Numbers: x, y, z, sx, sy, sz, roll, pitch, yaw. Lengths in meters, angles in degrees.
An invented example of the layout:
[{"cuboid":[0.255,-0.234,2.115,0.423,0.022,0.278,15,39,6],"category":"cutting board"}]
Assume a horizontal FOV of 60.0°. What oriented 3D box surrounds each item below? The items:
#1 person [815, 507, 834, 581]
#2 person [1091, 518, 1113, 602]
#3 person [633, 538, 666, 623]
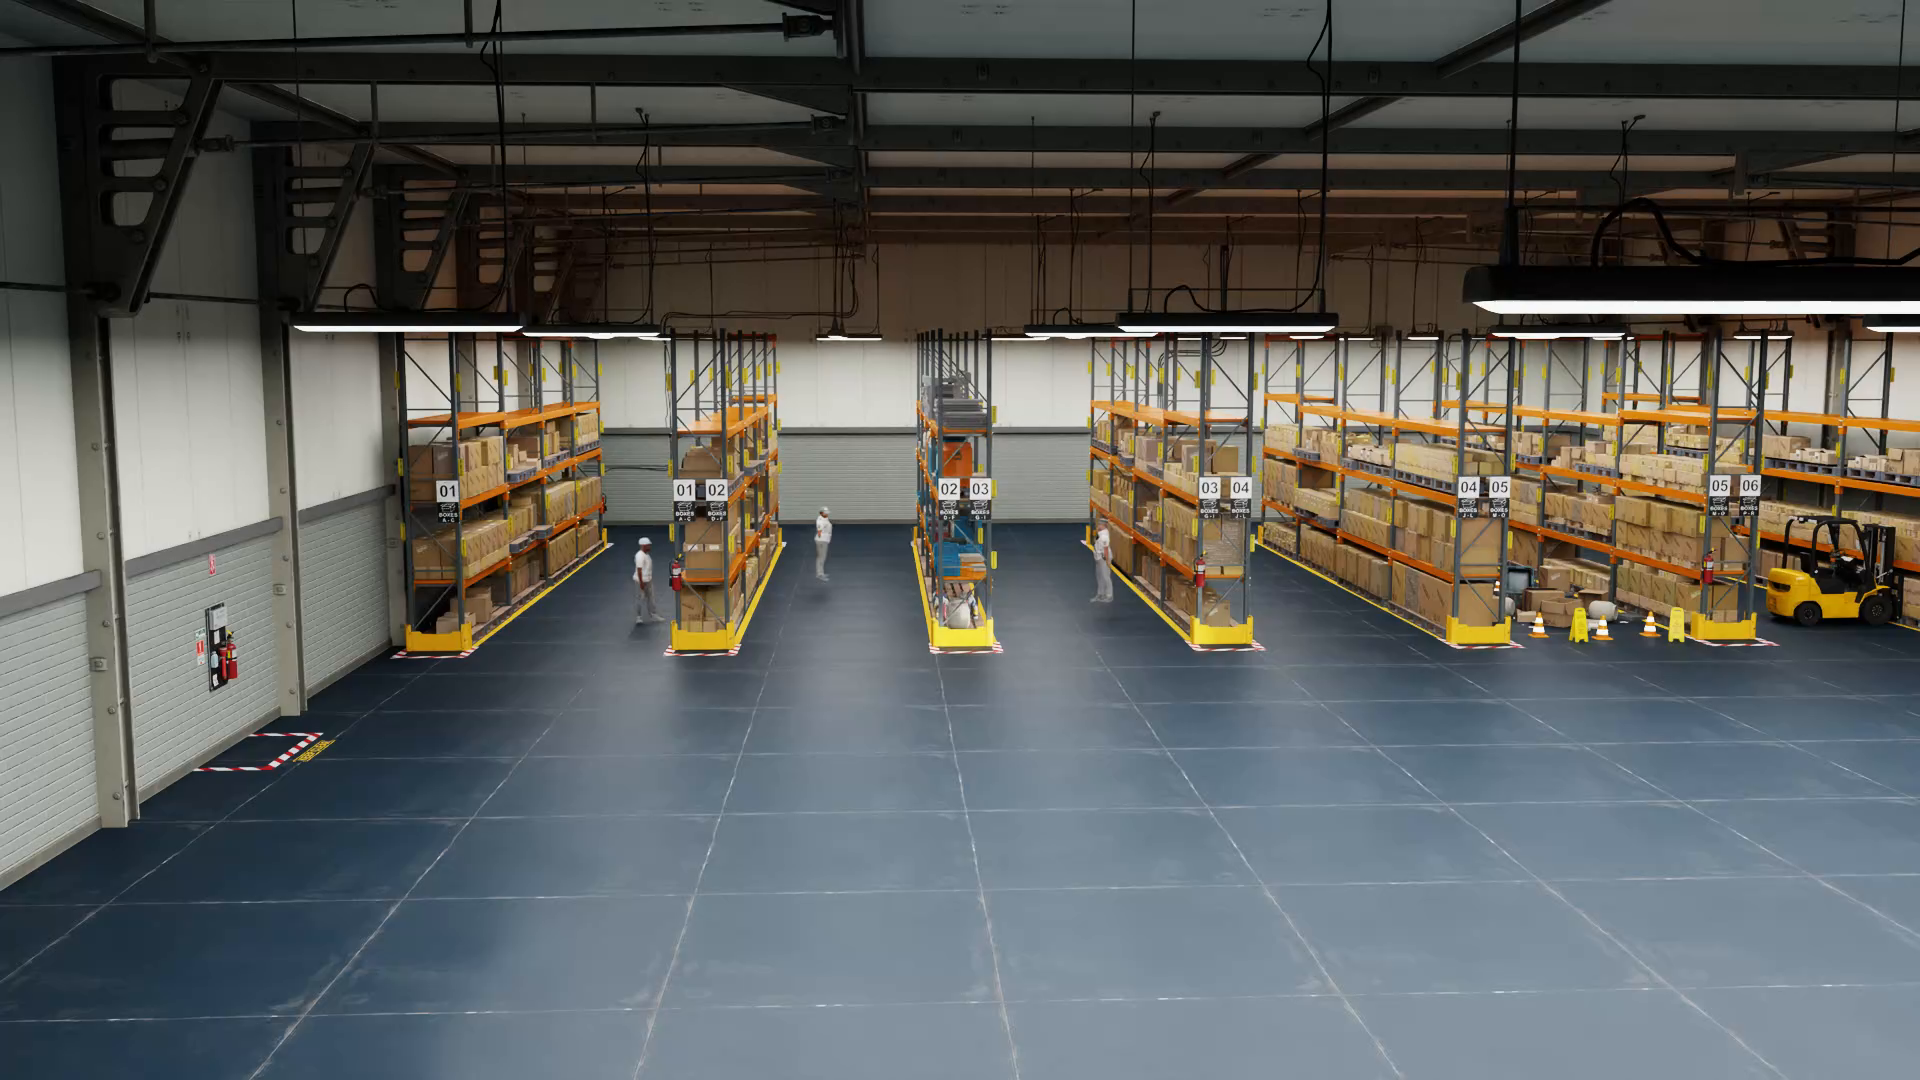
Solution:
[{"cuboid":[-3.147,0.074,38.677,0.446,1.718,0.491,-1,7,-5],"category":"person"},{"cuboid":[2.989,0.440,35.111,0.439,1.806,0.673,-1,7,-10],"category":"person"},{"cuboid":[-6.432,0.833,34.155,0.582,1.759,0.608,3,7,21],"category":"person"}]
